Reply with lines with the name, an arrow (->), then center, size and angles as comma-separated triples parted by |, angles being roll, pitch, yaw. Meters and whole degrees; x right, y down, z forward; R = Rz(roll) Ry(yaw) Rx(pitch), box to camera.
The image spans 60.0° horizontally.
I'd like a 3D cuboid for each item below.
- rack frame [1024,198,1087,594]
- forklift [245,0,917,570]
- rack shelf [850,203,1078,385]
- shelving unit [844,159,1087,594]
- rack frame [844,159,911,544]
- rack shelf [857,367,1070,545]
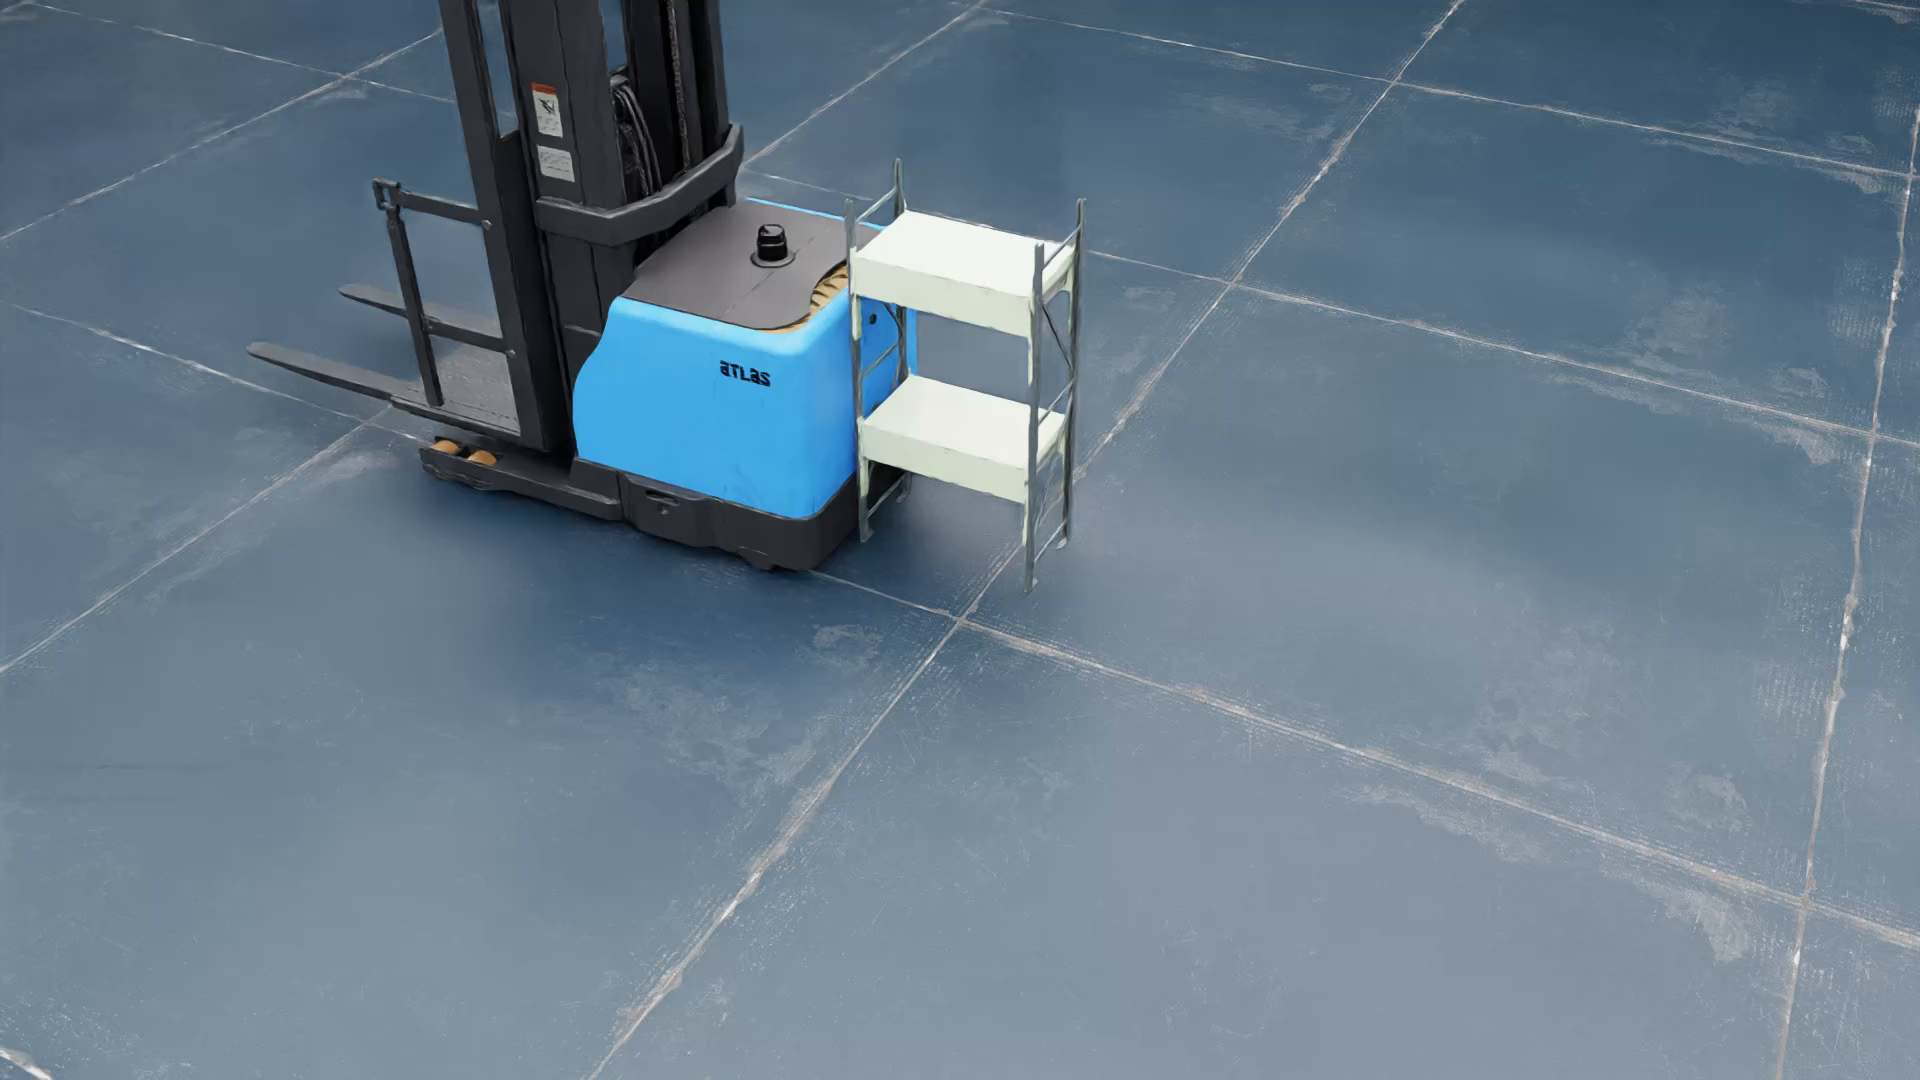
rack frame -> 0.348, -0.497, 6.163 | 0.023, 1.500, 0.400 | 17, 40, 21
forklift -> -1.724, -1.647, 6.495 | 3.031, 2.935, 1.130 | 16, 40, 20
rack shelf -> 0.020, -0.906, 6.056 | 0.720, 0.370, 0.431 | 17, 40, 21
shelving unit -> 0.020, -0.595, 6.293 | 0.755, 1.500, 0.431 | 17, 40, 21
rack frame -> -0.308, -0.694, 6.422 | 0.023, 1.500, 0.400 | 17, 40, 21
rack shelf -> 0.020, -0.336, 6.490 | 0.720, 0.370, 0.431 | 17, 40, 21
